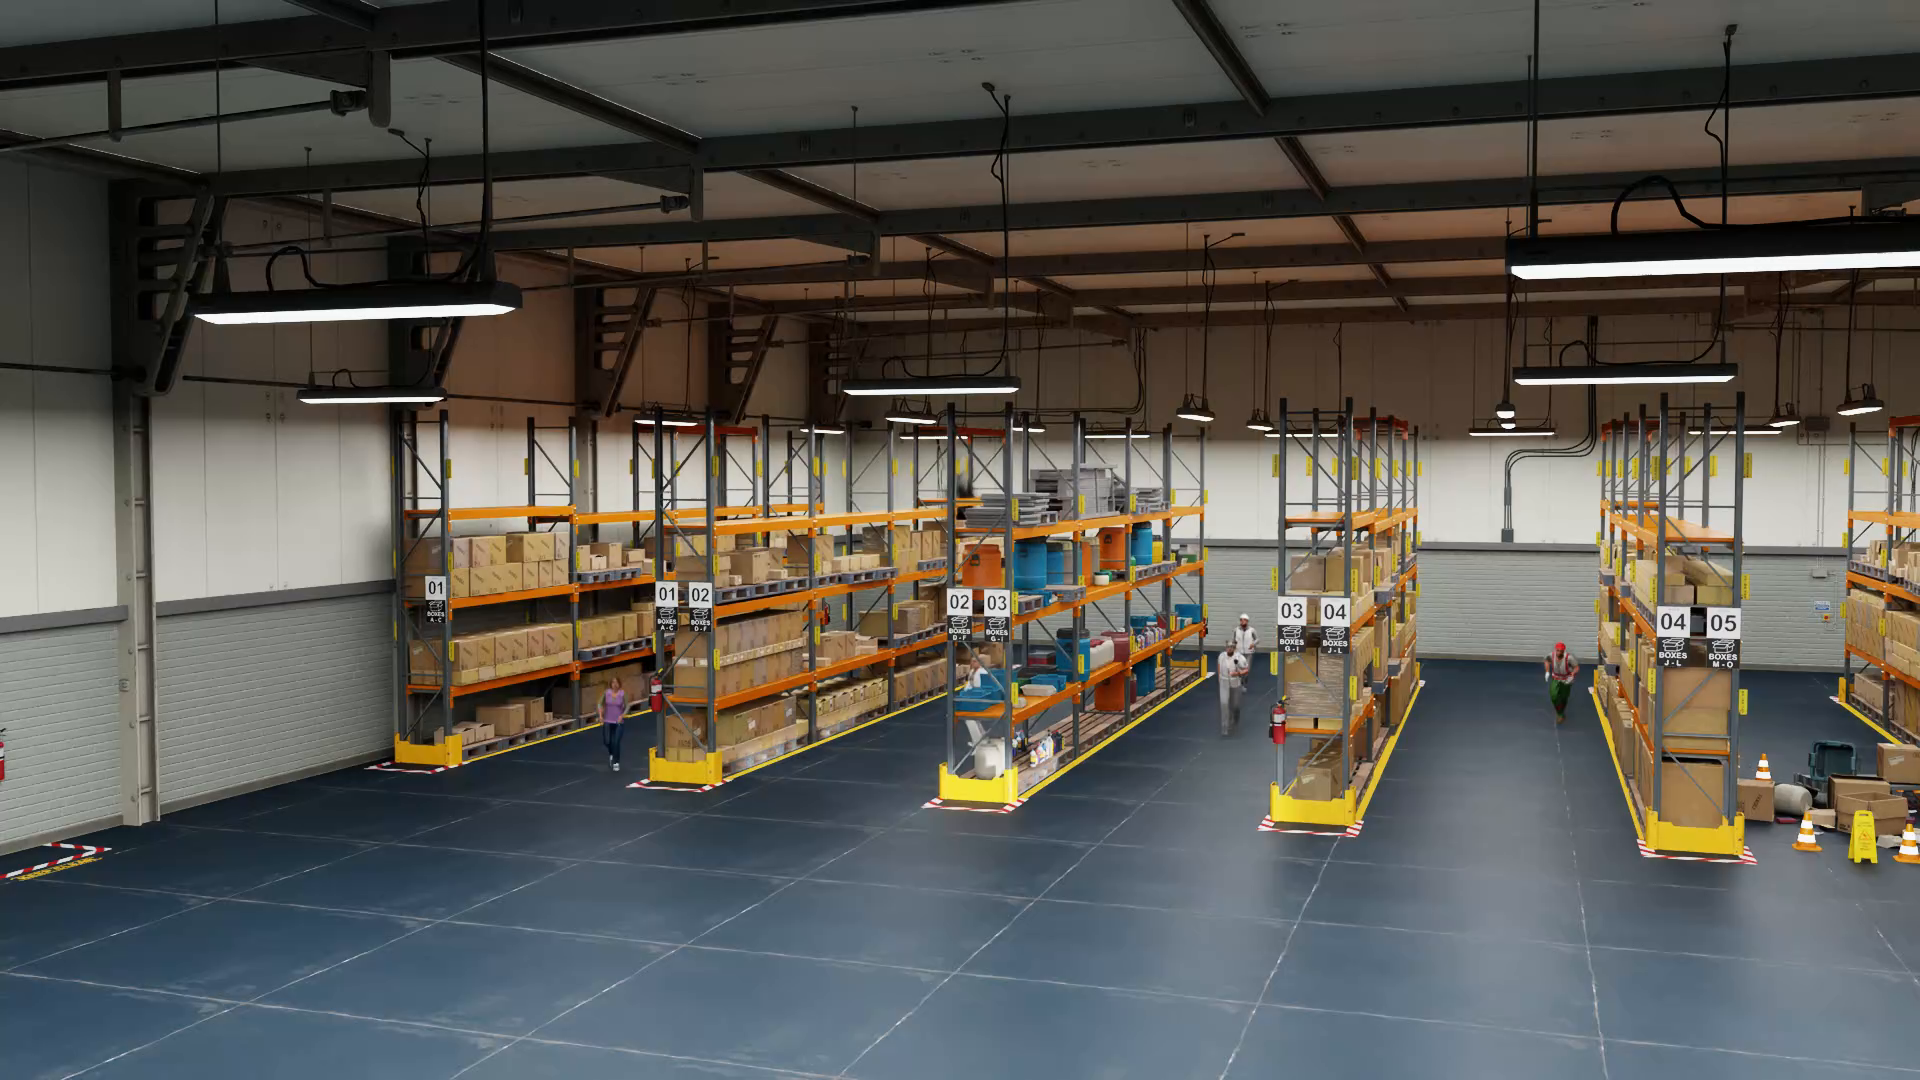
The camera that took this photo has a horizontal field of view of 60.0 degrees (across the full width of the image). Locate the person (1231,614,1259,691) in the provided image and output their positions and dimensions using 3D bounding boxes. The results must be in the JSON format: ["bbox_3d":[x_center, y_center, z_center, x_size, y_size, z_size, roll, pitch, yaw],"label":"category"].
[{"bbox_3d":[6.402,2.535,37.394,0.651,1.743,0.608,1,3,12],"label":"person"}]

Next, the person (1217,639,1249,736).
[{"bbox_3d":[5.188,2.784,31.632,0.614,1.840,1.075,1,3,13],"label":"person"}]

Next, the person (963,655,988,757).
[{"bbox_3d":[0.347,2.894,29.308,0.763,1.762,0.901,-2,3,-33],"label":"person"}]

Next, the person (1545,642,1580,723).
[{"bbox_3d":[11.963,2.799,33.003,0.668,1.627,1.088,1,3,29],"label":"person"}]

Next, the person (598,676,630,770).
[{"bbox_3d":[-5.745,3.043,27.562,0.548,1.561,0.505,0,2,-5],"label":"person"}]
